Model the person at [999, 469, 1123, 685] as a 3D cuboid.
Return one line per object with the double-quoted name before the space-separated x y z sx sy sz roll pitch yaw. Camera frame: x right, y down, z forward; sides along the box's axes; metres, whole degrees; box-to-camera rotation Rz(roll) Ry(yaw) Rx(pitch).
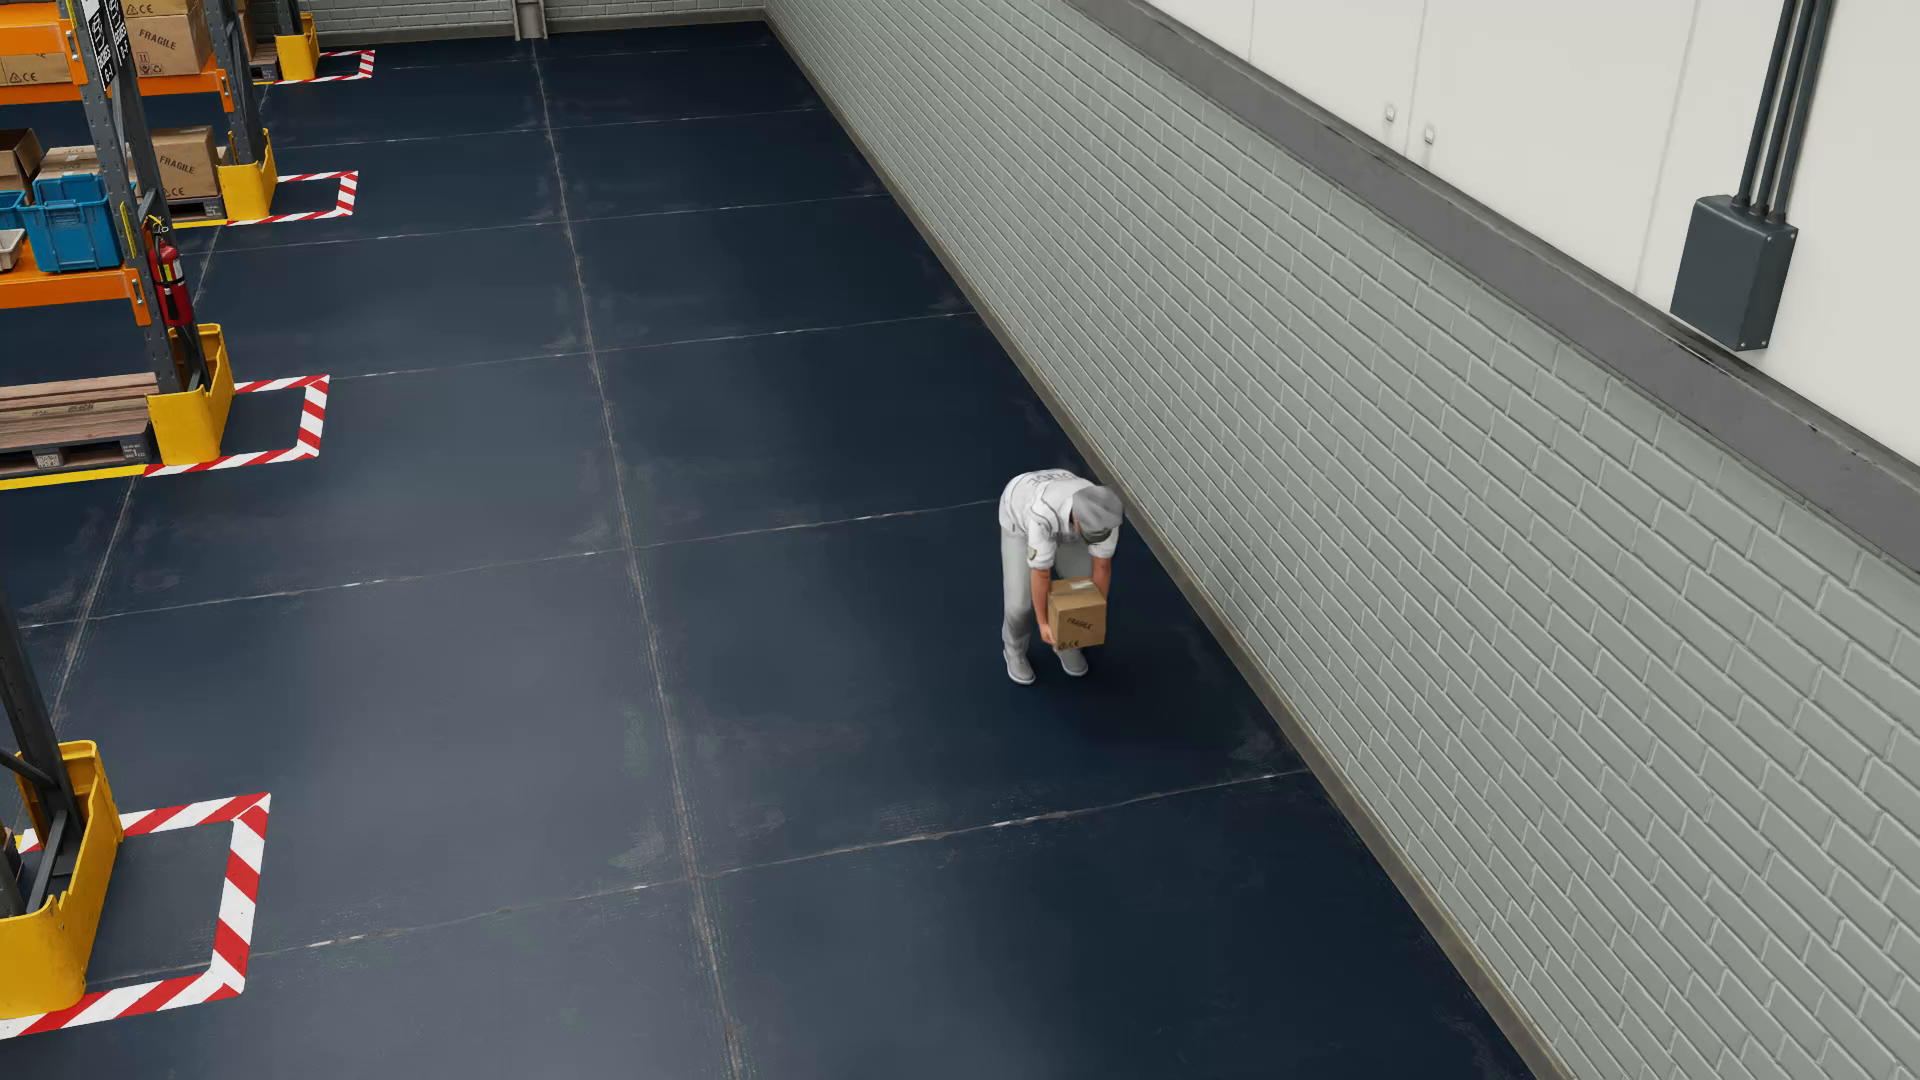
"person" 0.507 0.188 8.324 0.495 1.341 0.987 -9 31 -15
